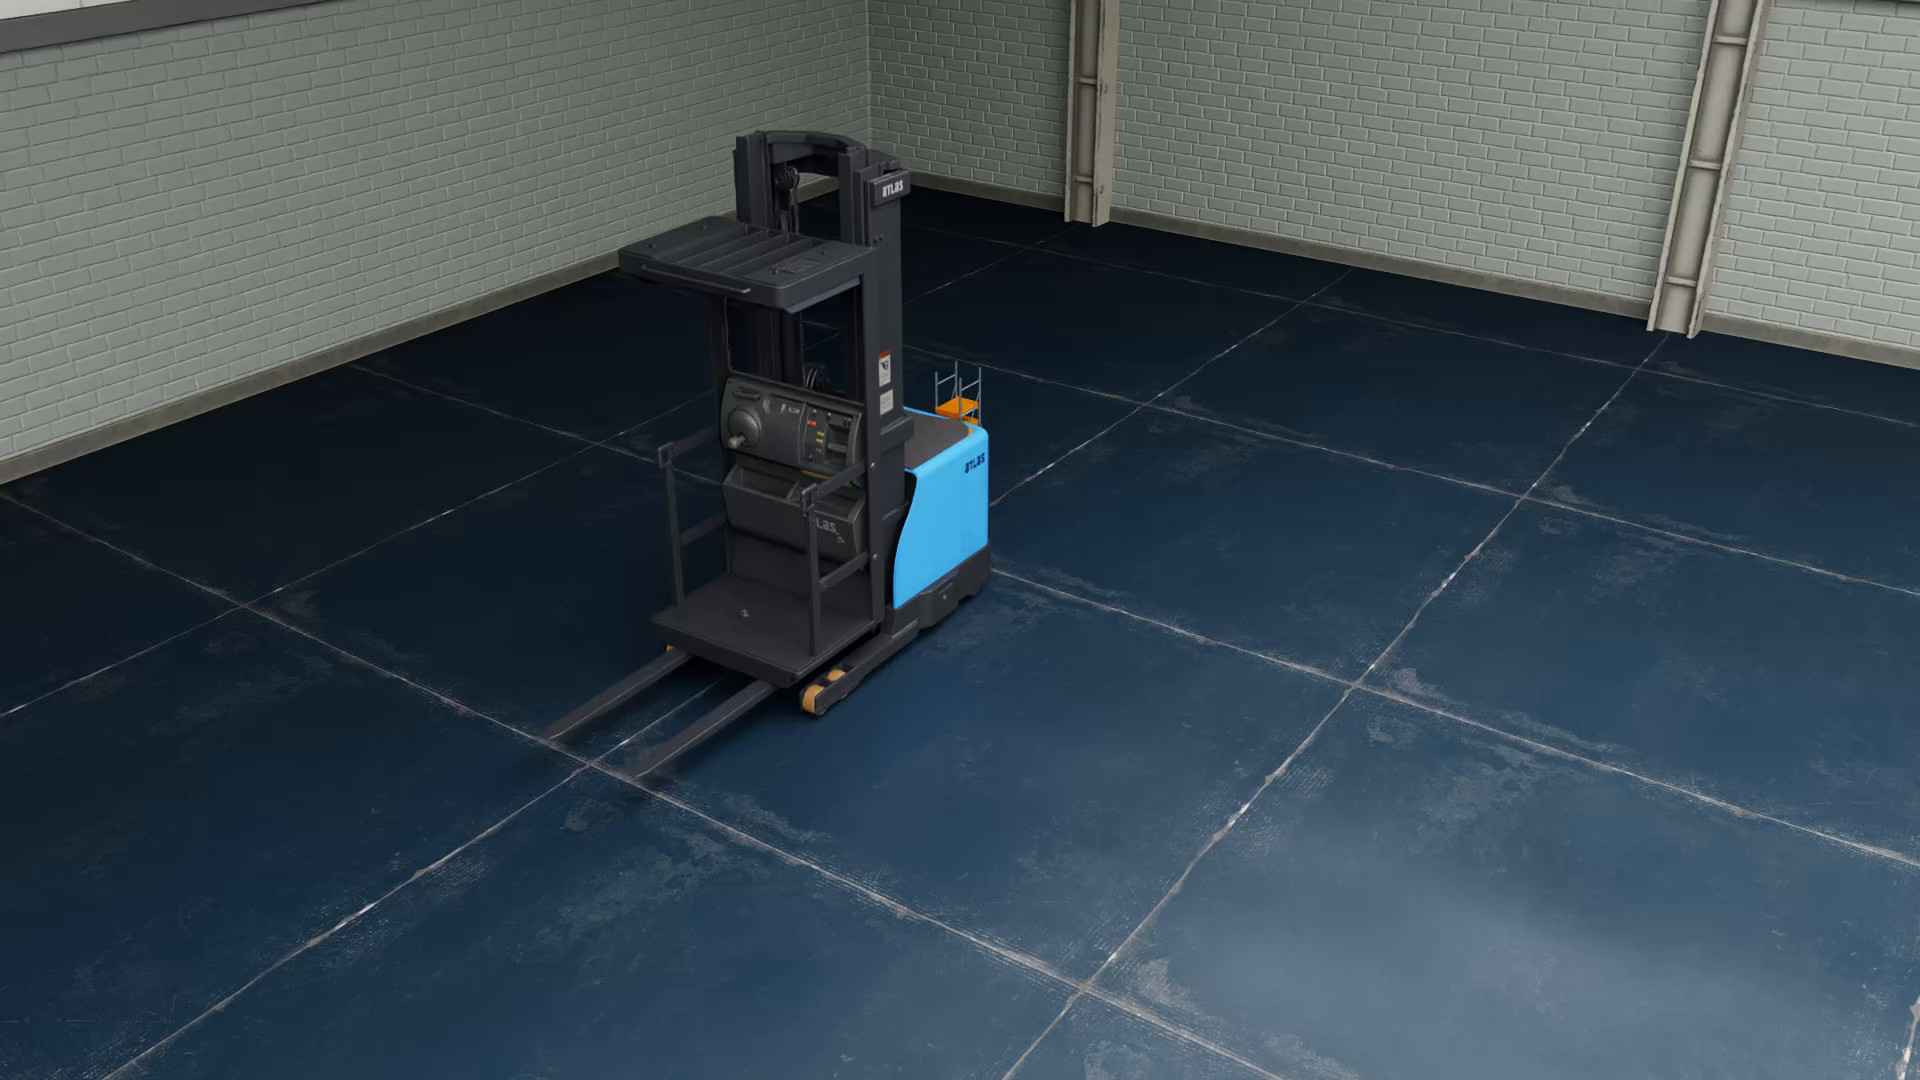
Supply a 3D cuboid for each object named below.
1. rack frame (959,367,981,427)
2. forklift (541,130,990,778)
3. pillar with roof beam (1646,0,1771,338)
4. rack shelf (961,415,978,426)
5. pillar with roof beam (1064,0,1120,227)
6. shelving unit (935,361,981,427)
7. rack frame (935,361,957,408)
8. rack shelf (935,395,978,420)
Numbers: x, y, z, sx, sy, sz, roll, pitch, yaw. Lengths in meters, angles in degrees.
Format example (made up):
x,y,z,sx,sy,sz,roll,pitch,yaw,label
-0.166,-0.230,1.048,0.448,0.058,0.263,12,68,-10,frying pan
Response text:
x,y,z,sx,sy,sz,roll,pitch,yaw,label
0.064,-0.515,10.713,0.006,1.200,0.240,17,32,30,rack frame
-1.046,-0.588,8.949,1.130,2.935,3.031,17,31,29,forklift
3.863,-4.262,9.478,0.400,9.000,9.100,17,32,30,pillar with roof beam
-0.012,-0.713,10.670,0.180,0.103,0.258,17,32,30,rack shelf
-1.083,-5.803,12.505,0.400,9.000,9.100,17,32,30,pillar with roof beam
-0.012,-0.538,10.759,0.189,1.200,0.258,17,32,30,shelving unit
-0.087,-0.562,10.805,0.006,1.200,0.240,17,32,30,rack frame
-0.012,-0.820,10.616,0.180,0.103,0.258,17,32,30,rack shelf
